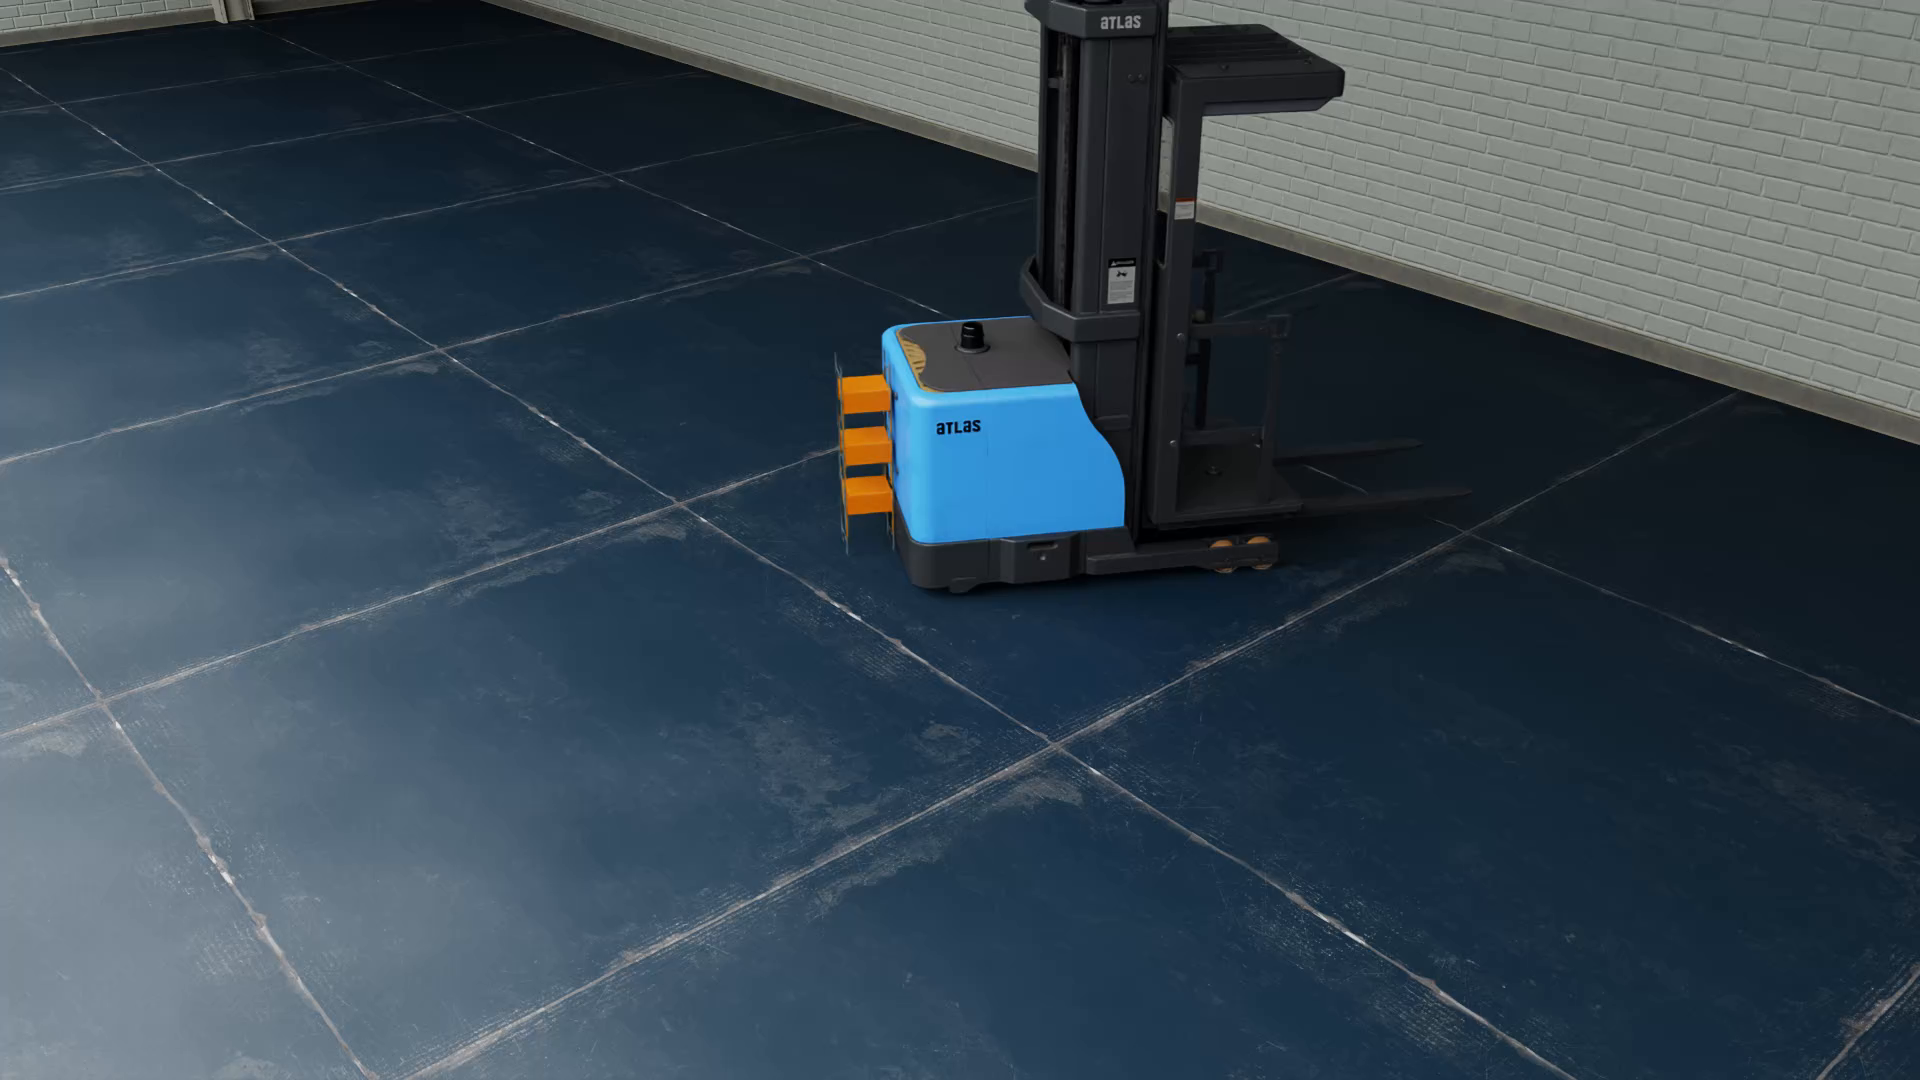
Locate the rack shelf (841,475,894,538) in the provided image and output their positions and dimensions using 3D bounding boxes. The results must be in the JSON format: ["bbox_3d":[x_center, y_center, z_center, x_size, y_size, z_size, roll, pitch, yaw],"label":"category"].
[{"bbox_3d":[-0.480,-0.183,8.590,0.240,0.259,0.215,-5,29,-10],"label":"rack shelf"}]

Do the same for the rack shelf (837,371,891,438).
[{"bbox_3d":[-0.480,-0.678,8.325,0.240,0.259,0.215,-5,29,-10],"label":"rack shelf"}]

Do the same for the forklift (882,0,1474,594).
[{"bbox_3d":[1.156,-1.363,8.191,3.031,2.935,1.130,-5,29,-10],"label":"forklift"}]

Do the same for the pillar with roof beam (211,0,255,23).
[{"bbox_3d":[-6.410,-9.034,16.106,0.400,9.000,9.100,-22,35,-35],"label":"pillar with roof beam"}]

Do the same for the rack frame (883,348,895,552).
[{"bbox_3d":[-0.361,-0.448,8.475,0.008,1.050,0.200,-5,29,-10],"label":"rack frame"}]

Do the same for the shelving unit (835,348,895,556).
[{"bbox_3d":[-0.480,-0.437,8.454,0.252,1.050,0.215,-5,29,-10],"label":"shelving unit"}]

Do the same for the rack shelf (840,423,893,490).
[{"bbox_3d":[-0.480,-0.428,8.459,0.240,0.259,0.215,-5,29,-10],"label":"rack shelf"}]

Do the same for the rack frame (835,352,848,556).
[{"bbox_3d":[-0.600,-0.426,8.433,0.008,1.050,0.200,-5,29,-10],"label":"rack frame"}]
